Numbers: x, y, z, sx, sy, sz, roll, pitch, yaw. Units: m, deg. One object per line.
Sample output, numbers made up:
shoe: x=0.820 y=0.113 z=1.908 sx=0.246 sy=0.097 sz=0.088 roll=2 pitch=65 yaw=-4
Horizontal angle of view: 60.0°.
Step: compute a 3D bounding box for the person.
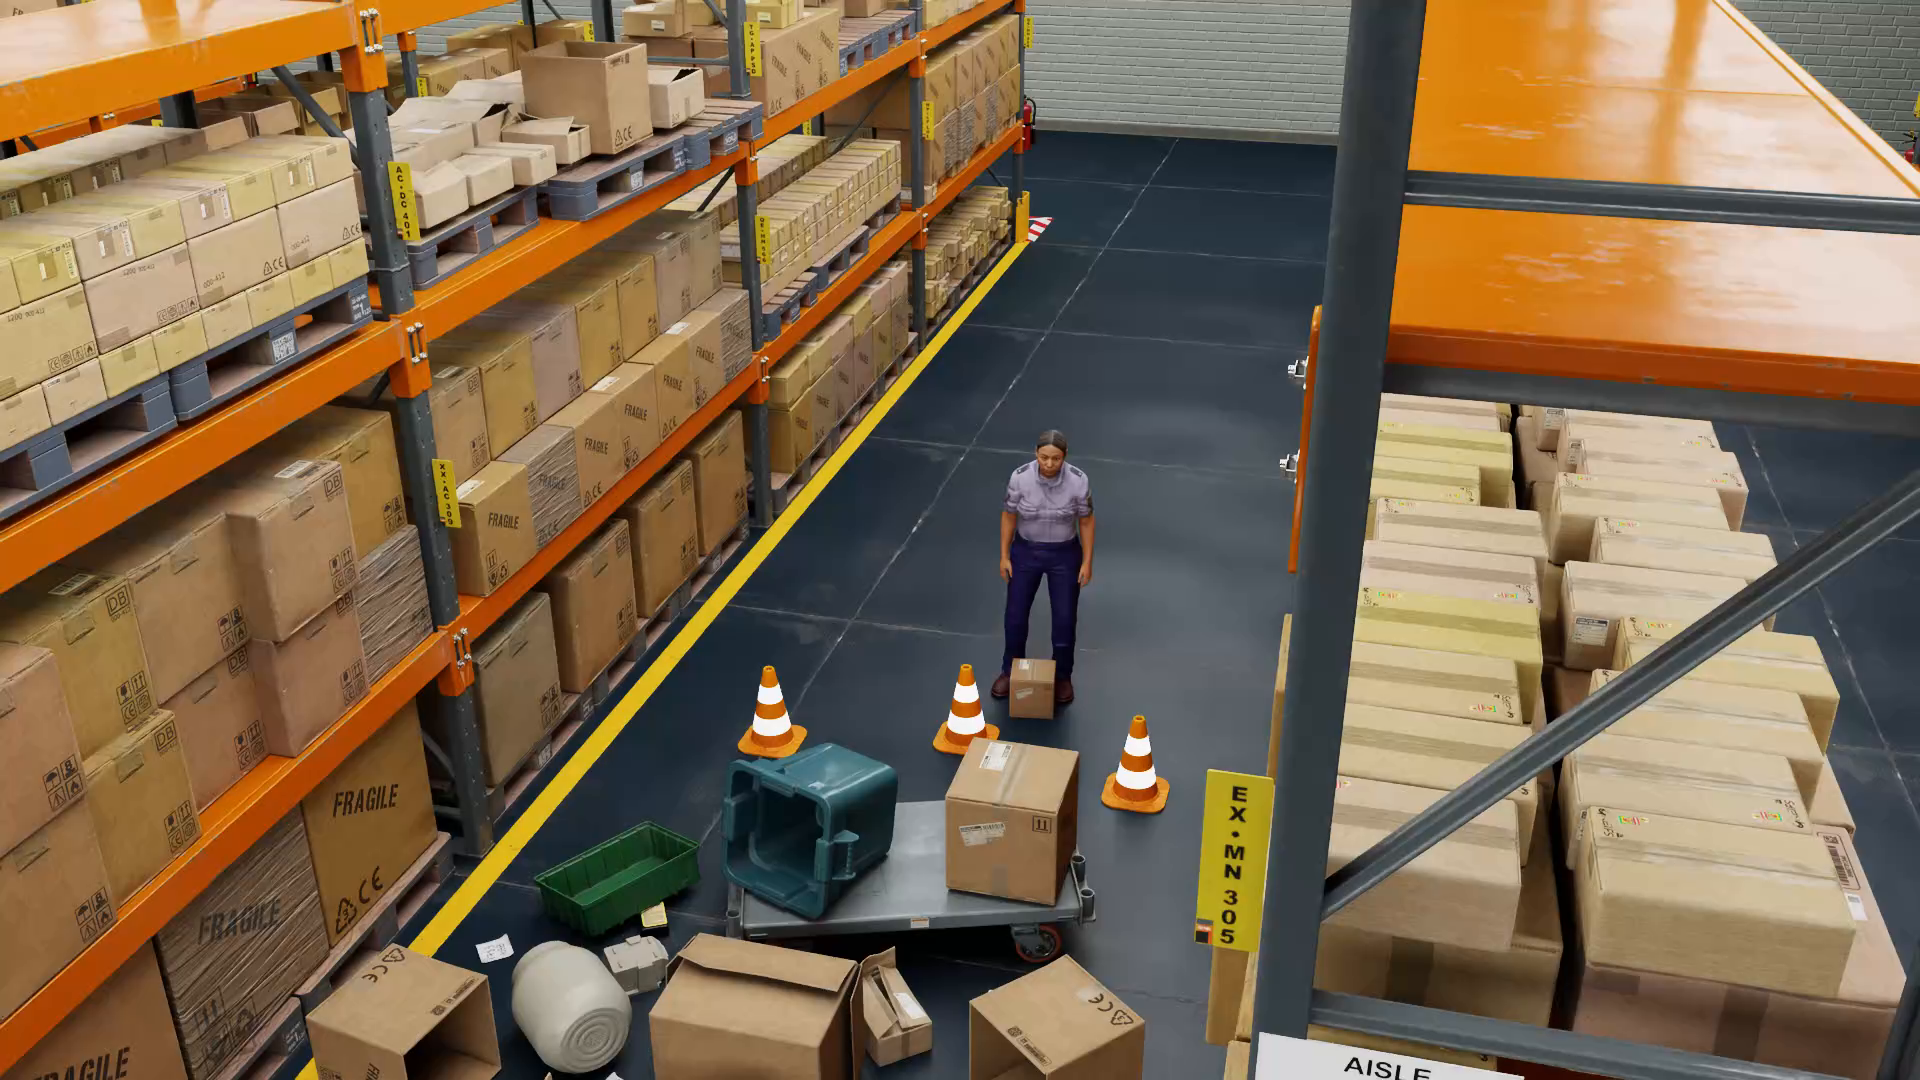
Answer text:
person: x=0.474 y=0.125 z=9.441 sx=0.563 sy=1.653 sz=0.354 roll=3 pitch=26 yaw=7
